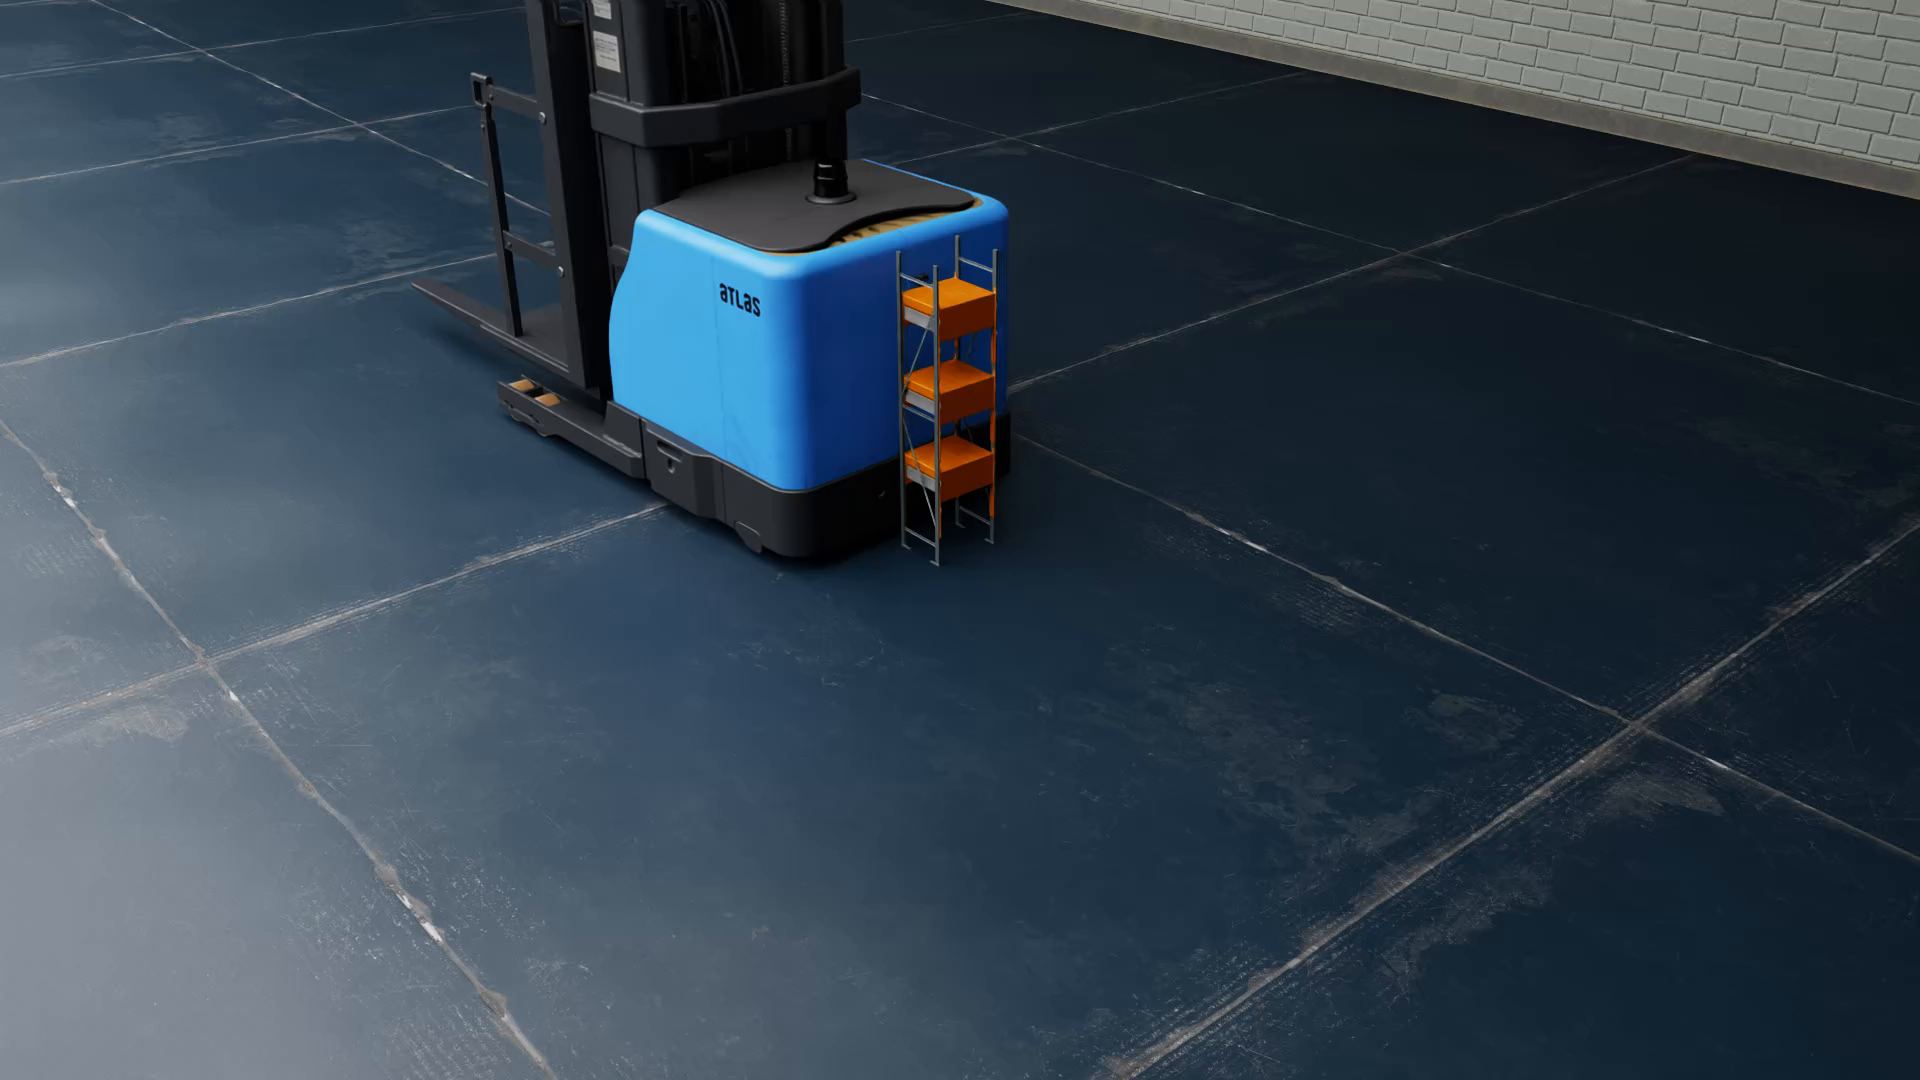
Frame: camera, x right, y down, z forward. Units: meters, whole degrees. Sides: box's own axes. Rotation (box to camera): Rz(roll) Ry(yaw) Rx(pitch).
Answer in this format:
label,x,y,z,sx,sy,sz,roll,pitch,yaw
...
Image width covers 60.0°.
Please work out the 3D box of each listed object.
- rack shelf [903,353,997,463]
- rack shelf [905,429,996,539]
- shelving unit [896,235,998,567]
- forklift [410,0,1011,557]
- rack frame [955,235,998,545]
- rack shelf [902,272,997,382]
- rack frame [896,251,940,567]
label,x,y,z,sx,sy,sz,roll,pitch,yaw
rack shelf,-0.041,-0.437,5.477,0.240,0.259,0.215,-22,35,-35
rack shelf,-0.041,-0.192,5.608,0.240,0.259,0.215,-22,35,-35
shelving unit,-0.041,-0.447,5.472,0.252,1.050,0.215,-22,35,-35
forklift,-1.189,-1.842,6.087,1.130,2.935,3.031,-24,36,-37
rack frame,0.052,-0.484,5.542,0.008,1.050,0.200,-22,35,-35
rack shelf,-0.041,-0.688,5.343,0.240,0.259,0.215,-22,35,-35
rack frame,-0.134,-0.409,5.402,0.008,1.050,0.200,-22,35,-35
